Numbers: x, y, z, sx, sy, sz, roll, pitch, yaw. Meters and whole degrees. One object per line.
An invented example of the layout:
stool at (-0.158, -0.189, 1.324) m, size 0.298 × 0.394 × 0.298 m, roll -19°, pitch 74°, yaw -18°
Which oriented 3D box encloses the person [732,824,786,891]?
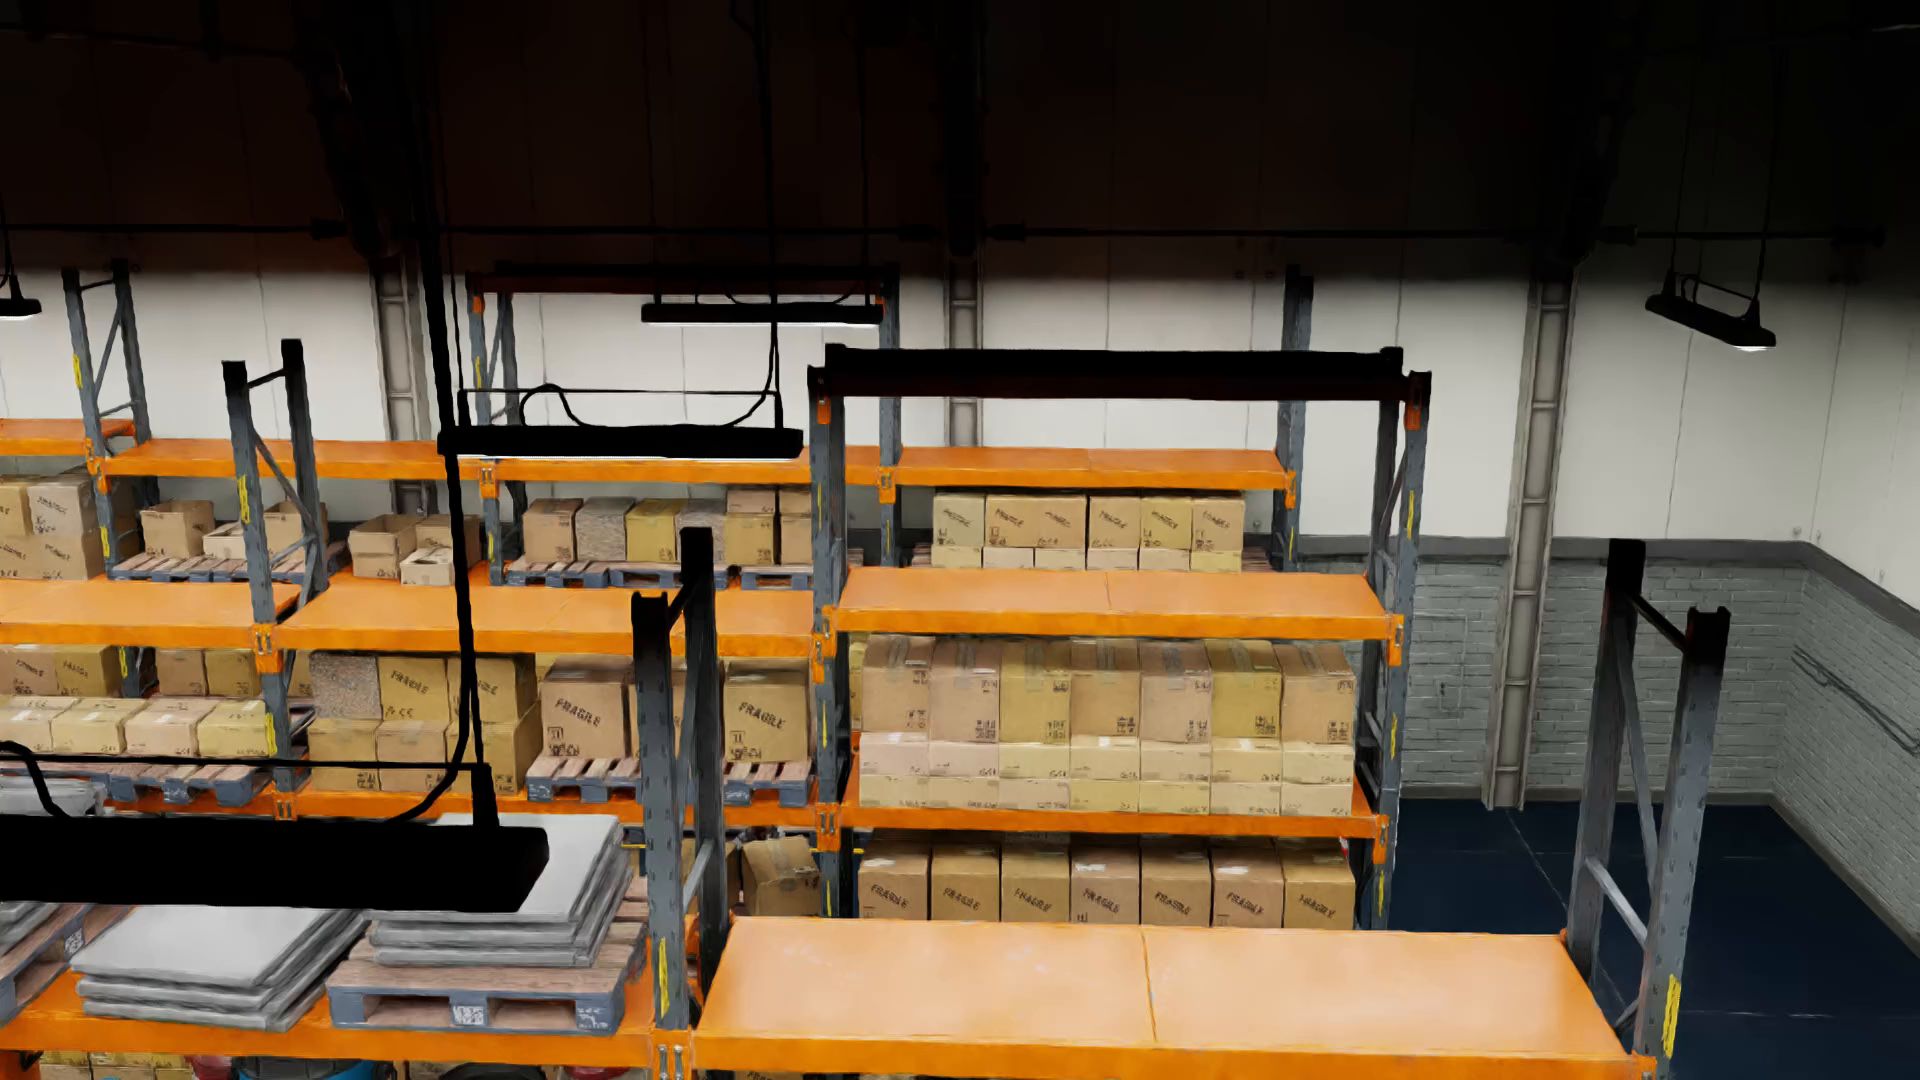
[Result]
person at (-1.724, 3.132, 14.677) m, size 0.581 × 1.725 × 0.444 m, roll -8°, pitch 18°, yaw -27°
